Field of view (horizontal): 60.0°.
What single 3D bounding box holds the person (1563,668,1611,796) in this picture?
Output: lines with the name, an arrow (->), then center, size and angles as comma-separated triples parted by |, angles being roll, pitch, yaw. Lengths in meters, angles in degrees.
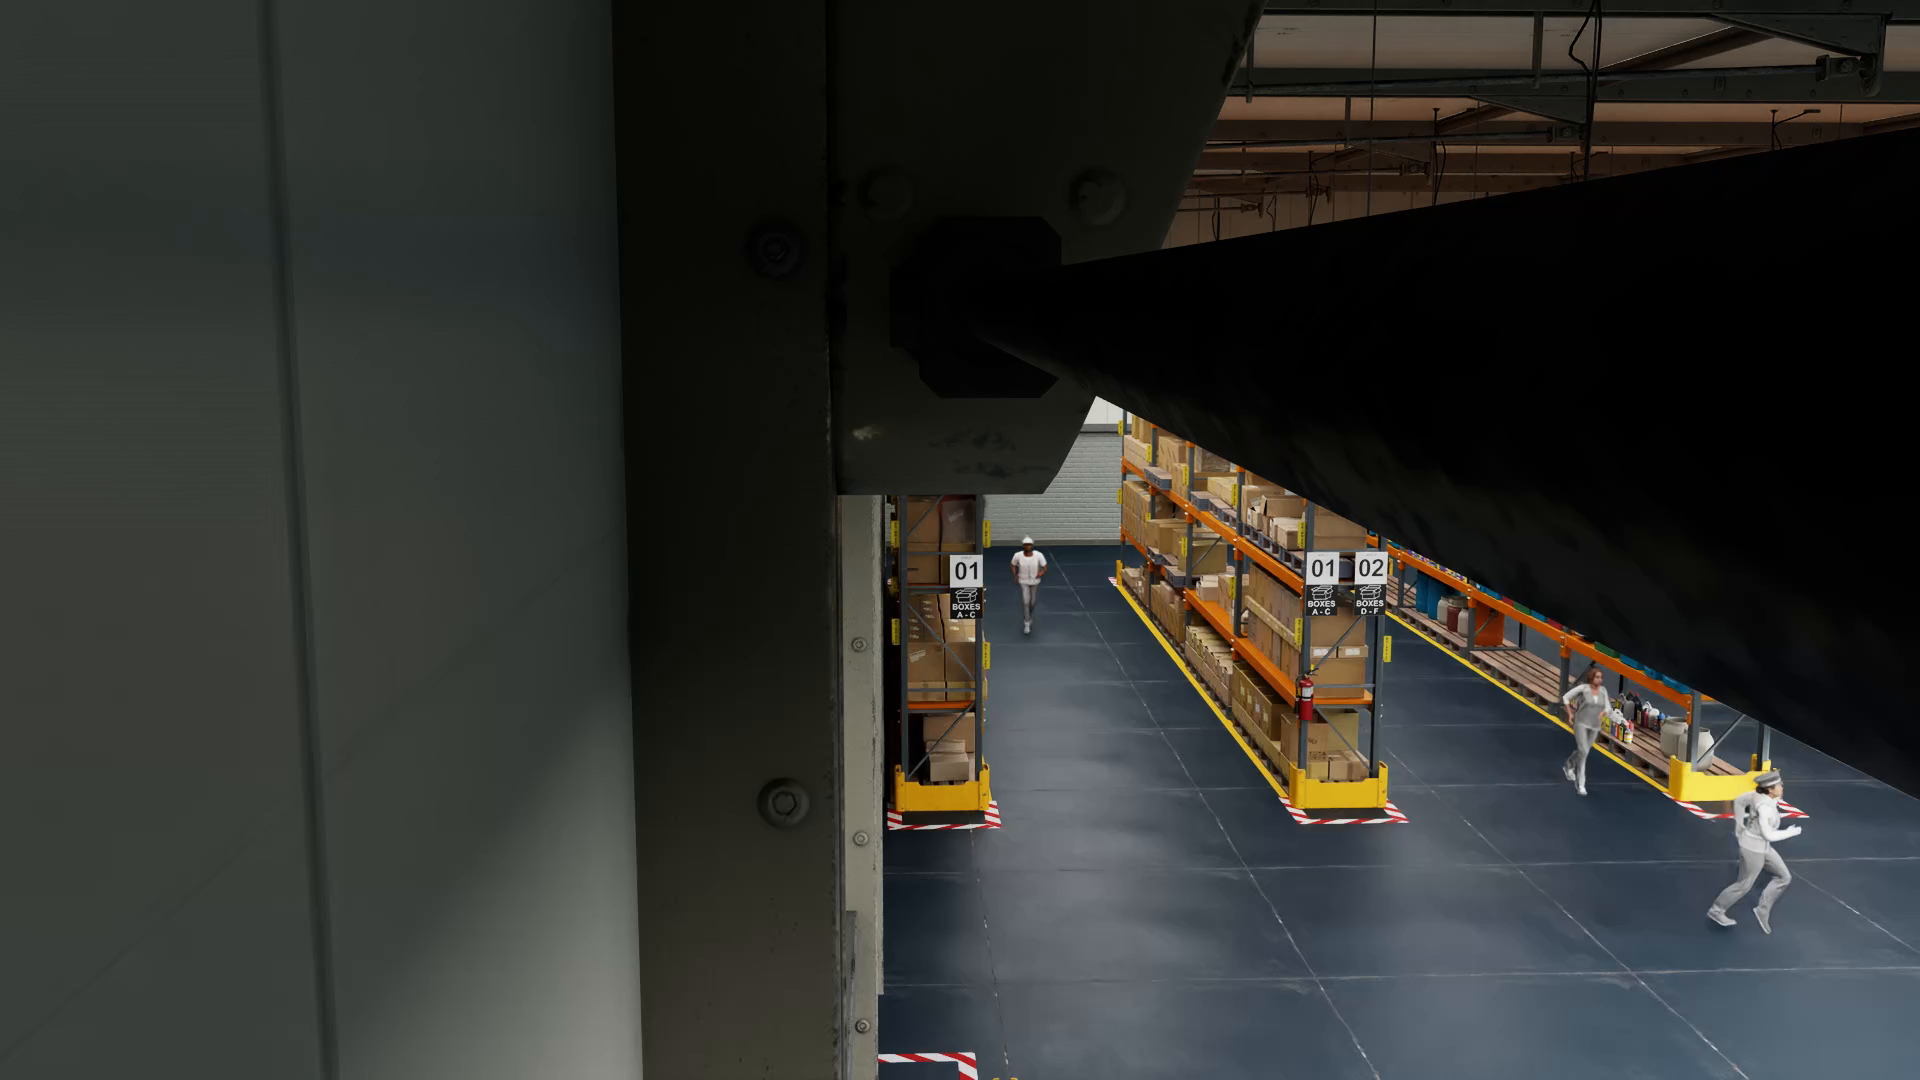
person -> 8.056, 2.432, 21.393 | 0.551, 1.640, 0.736 | -1, 8, -7

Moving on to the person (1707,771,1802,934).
person -> 7.892, 3.081, 16.506 | 0.792, 1.684, 0.641 | 4, 9, 24

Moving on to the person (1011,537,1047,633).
person -> 1.308, 0.815, 31.420 | 0.686, 1.773, 0.886 | 0, 8, -2
